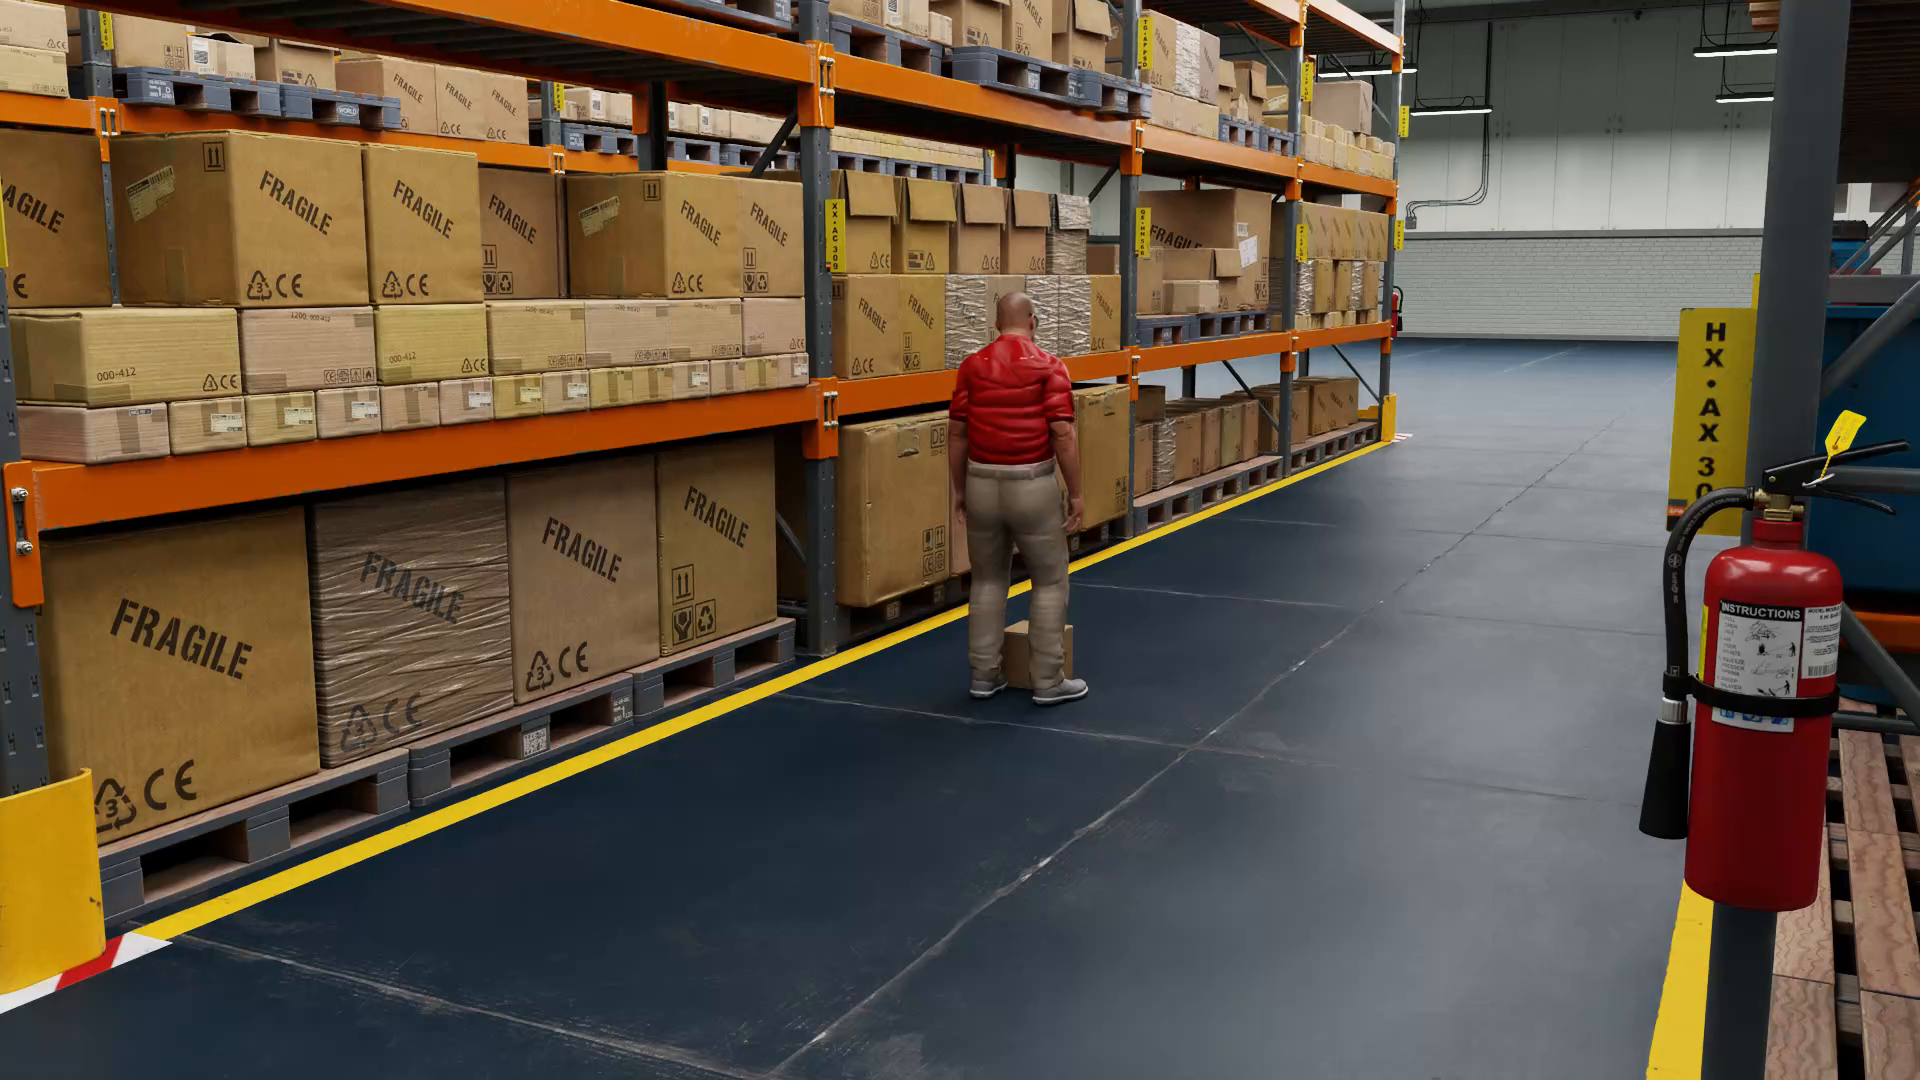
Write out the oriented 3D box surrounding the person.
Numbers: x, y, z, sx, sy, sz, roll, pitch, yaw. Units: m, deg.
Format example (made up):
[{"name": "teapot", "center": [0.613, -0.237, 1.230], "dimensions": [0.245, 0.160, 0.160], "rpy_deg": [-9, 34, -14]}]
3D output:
[{"name": "person", "center": [0.235, -0.180, 7.045], "dimensions": [0.588, 1.726, 0.390], "rpy_deg": [4, 10, 23]}]
